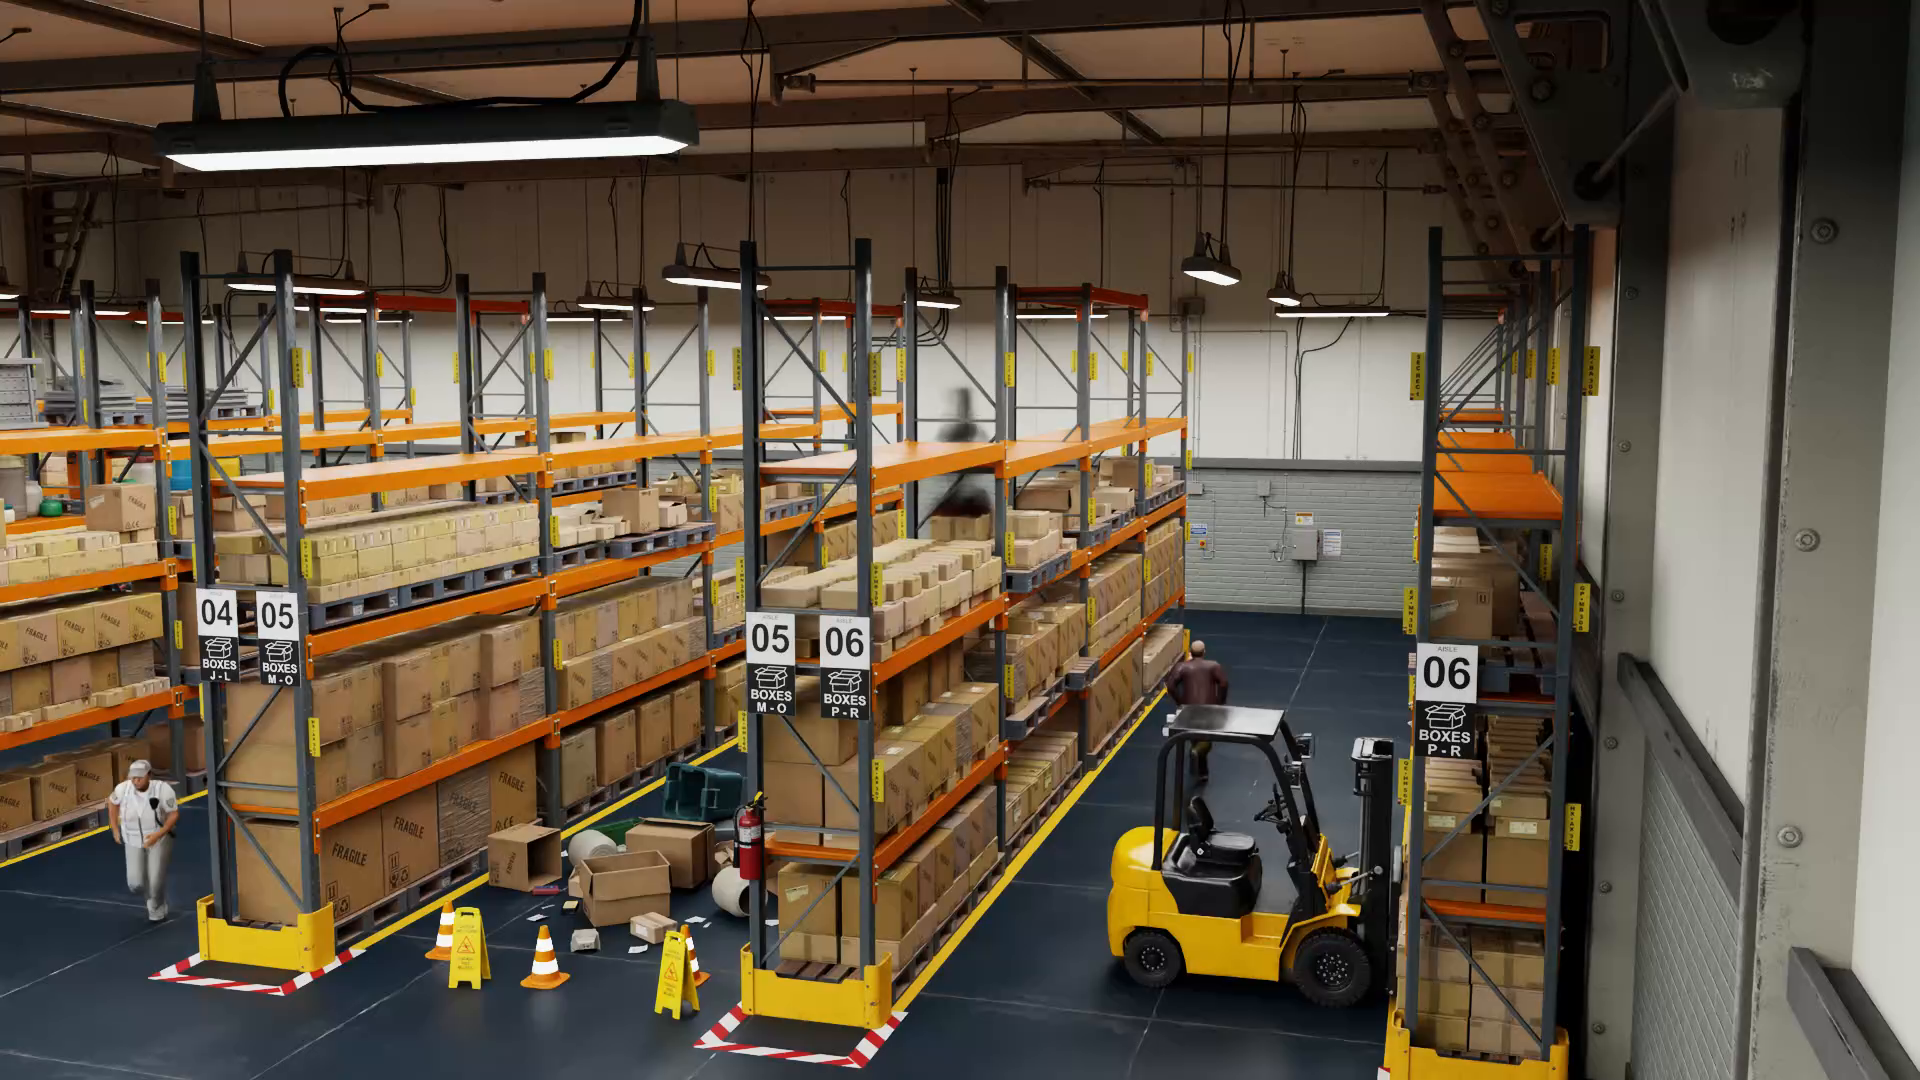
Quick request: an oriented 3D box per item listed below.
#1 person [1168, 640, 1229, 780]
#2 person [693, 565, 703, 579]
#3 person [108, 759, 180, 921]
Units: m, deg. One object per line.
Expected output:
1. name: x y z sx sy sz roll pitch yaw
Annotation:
1. person: 2.839 2.106 19.898 0.721 1.769 0.965 2 7 19
2. person: -4.159 1.275 26.721 0.674 1.776 0.943 2 7 17
3. person: -7.362 2.715 14.996 0.619 1.557 0.627 -1 7 -11
